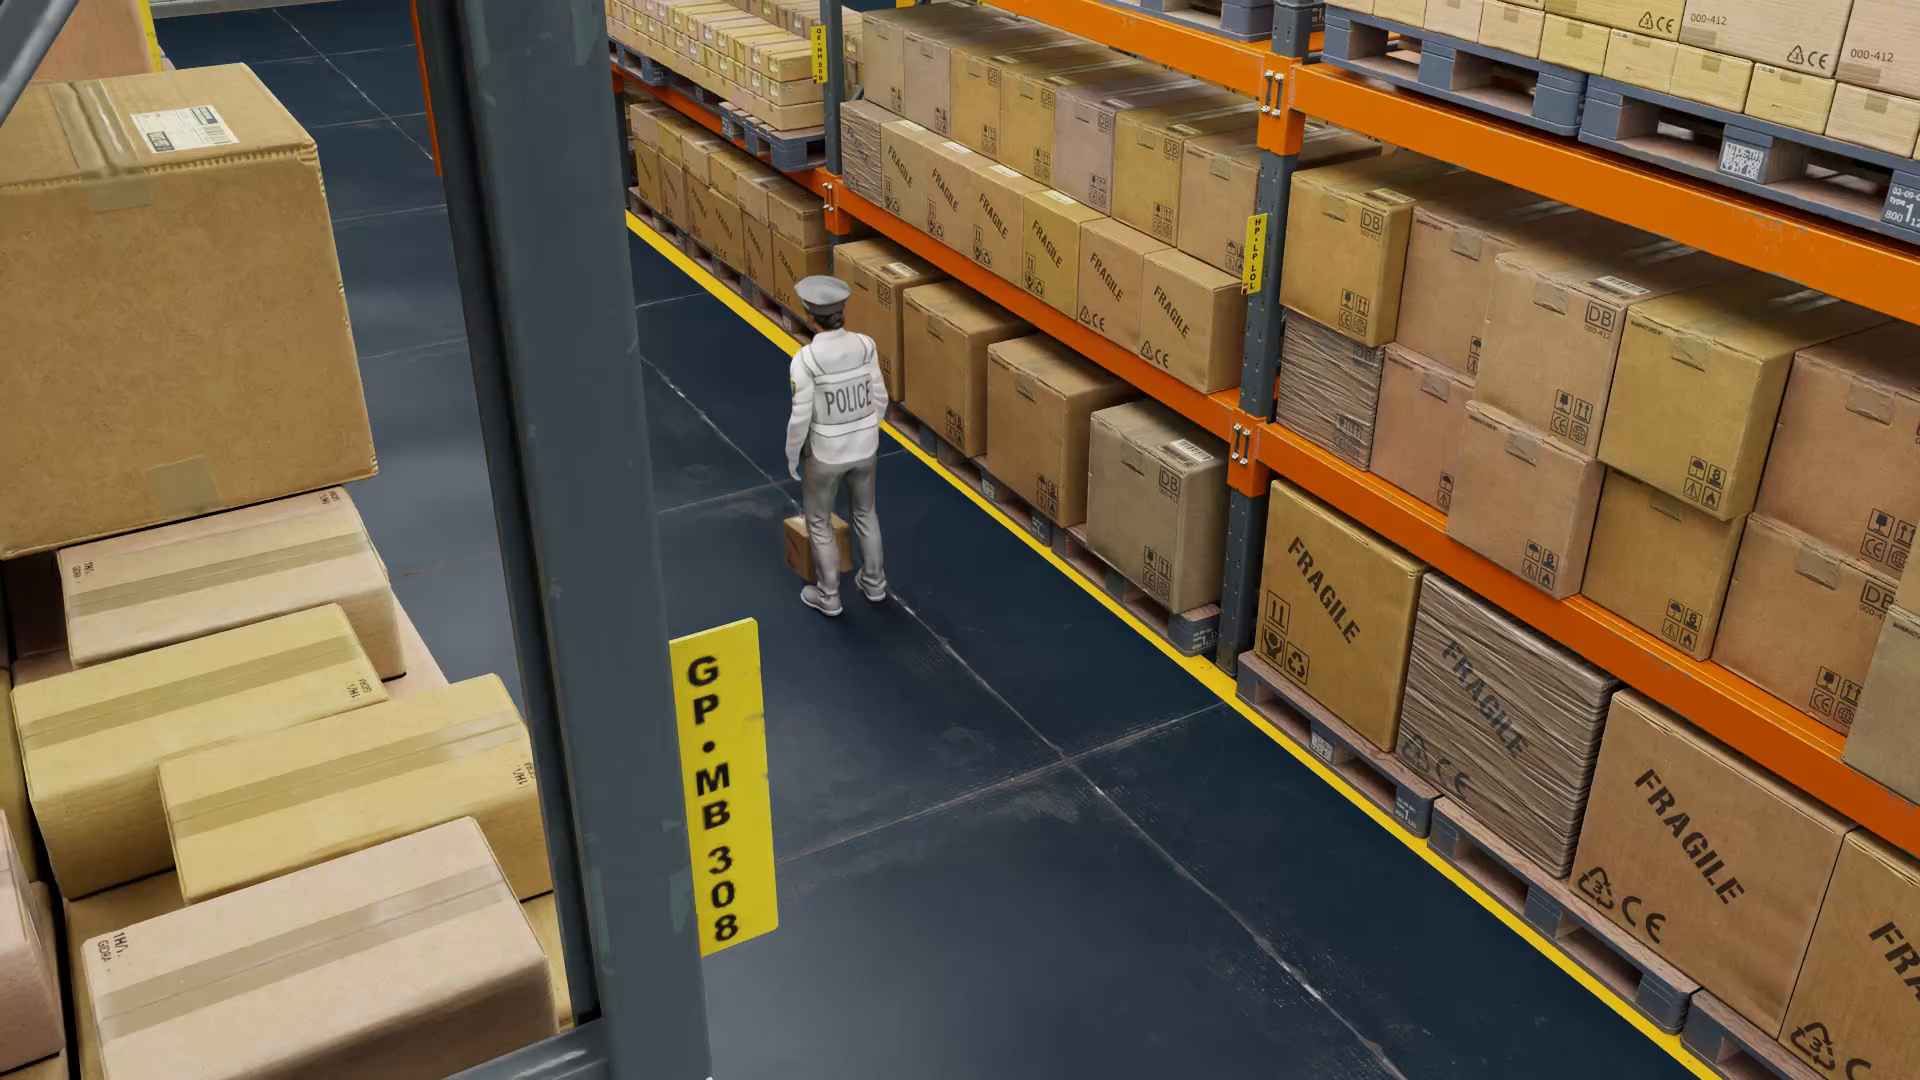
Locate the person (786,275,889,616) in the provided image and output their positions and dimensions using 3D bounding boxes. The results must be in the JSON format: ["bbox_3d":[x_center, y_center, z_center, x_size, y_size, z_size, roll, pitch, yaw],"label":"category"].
[{"bbox_3d":[-0.580,-0.417,7.866,0.513,1.665,0.360,-17,33,-28],"label":"person"}]
